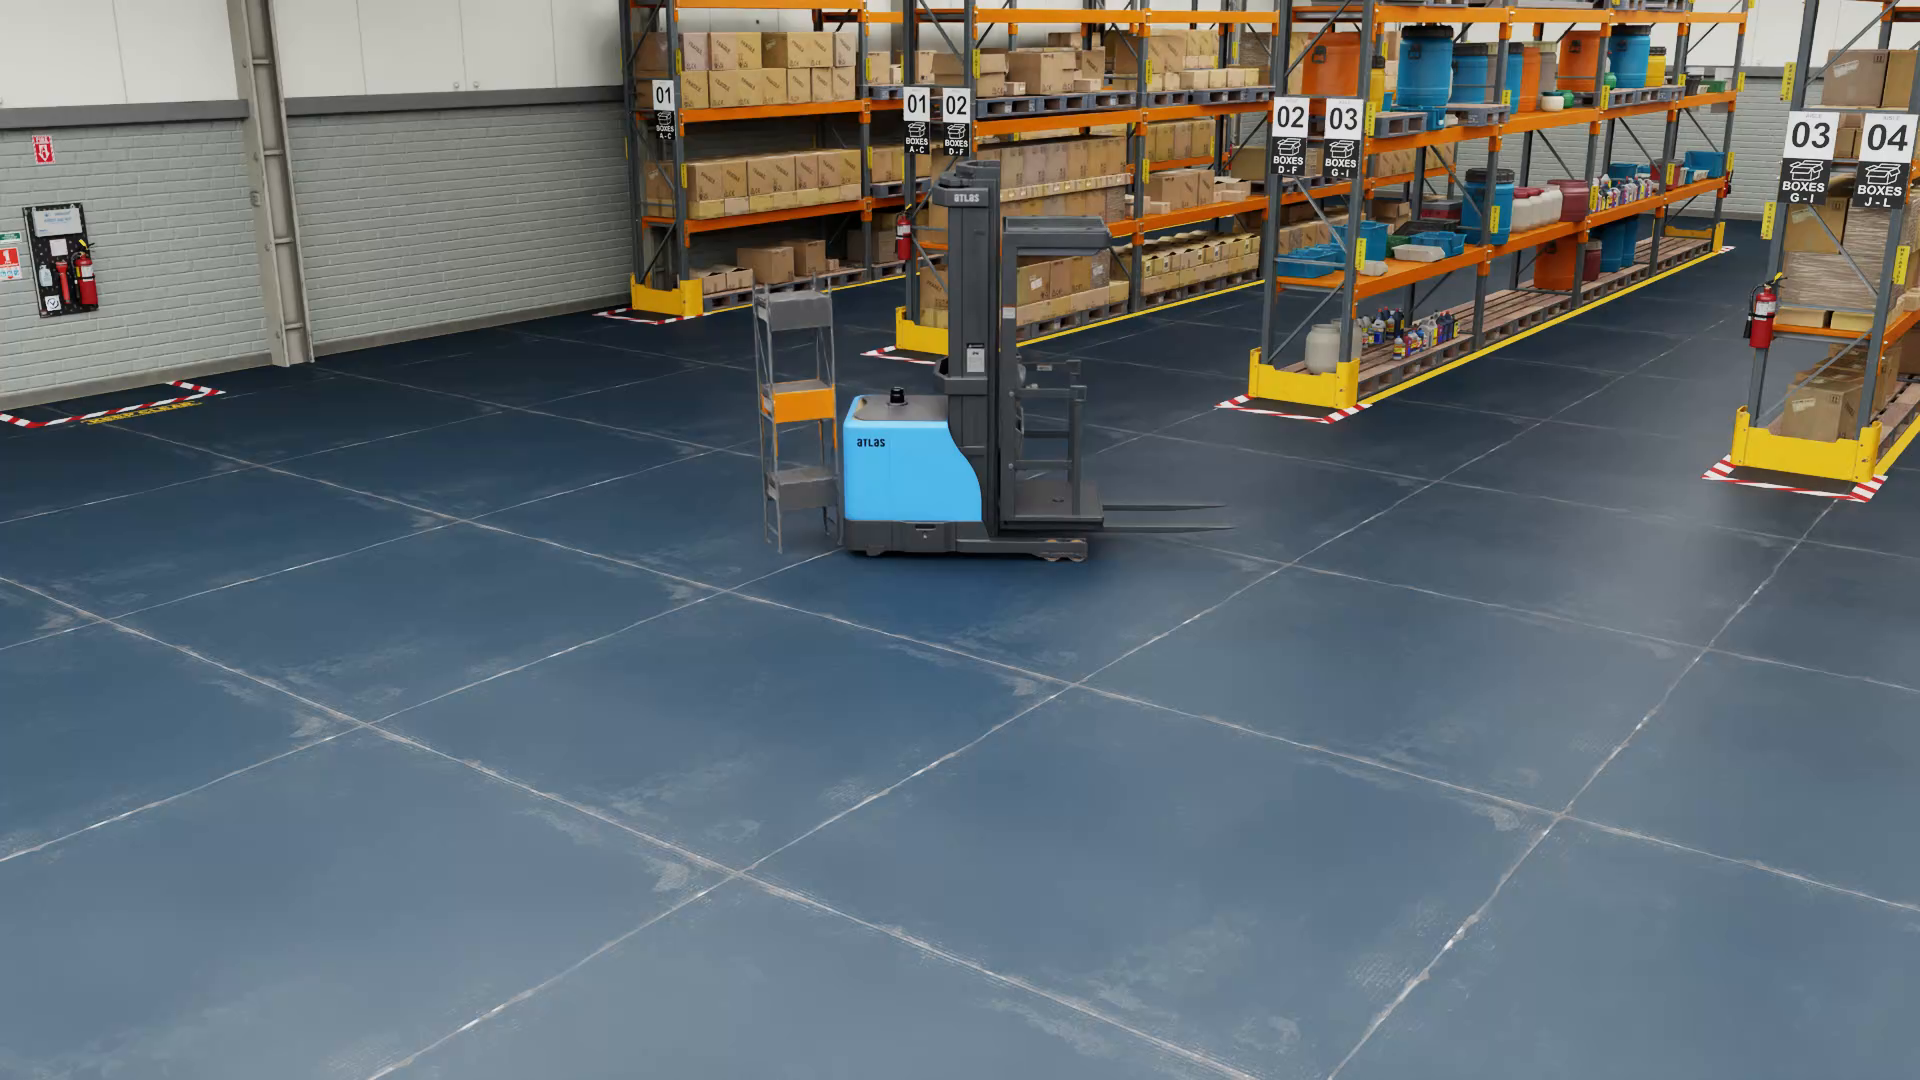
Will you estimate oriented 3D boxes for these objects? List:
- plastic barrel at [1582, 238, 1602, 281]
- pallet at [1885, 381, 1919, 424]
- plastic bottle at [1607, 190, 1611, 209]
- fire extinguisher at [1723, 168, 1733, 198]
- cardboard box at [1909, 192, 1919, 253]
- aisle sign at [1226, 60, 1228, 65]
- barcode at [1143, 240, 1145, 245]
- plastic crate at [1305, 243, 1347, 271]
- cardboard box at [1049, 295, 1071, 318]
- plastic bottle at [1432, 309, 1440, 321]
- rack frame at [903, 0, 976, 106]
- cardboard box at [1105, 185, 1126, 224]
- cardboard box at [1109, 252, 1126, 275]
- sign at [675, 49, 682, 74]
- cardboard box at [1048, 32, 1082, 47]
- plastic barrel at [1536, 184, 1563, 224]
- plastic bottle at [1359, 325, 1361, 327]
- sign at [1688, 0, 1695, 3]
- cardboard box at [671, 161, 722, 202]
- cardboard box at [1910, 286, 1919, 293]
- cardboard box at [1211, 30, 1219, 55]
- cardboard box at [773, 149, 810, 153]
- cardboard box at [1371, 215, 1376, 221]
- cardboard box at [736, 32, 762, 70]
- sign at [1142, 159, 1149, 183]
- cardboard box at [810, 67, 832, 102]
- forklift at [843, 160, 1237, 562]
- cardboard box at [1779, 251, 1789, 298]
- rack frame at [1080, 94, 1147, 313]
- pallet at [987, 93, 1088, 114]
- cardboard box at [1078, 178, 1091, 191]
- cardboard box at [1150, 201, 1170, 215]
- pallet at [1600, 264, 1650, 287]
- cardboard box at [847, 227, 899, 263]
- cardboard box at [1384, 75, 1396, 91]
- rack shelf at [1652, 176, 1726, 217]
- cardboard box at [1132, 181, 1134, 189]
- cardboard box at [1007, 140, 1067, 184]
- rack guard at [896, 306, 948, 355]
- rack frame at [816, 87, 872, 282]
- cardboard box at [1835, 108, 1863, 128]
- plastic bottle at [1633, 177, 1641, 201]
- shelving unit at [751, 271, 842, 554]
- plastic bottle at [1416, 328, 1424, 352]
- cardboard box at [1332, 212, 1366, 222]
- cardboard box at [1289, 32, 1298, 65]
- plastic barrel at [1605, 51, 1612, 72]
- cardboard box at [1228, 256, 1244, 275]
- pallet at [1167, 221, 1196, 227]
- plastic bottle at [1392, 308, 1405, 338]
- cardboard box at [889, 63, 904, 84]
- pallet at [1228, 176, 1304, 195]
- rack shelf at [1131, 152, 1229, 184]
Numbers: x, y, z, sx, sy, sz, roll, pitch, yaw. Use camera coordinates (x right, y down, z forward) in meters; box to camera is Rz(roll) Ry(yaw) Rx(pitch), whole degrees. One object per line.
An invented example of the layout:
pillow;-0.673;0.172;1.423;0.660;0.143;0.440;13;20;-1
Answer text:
plastic barrel;9.443;-4.281;25.329;0.600;0.588;0.708;12;21;35
pallet;9.715;-1.518;17.775;1.003;0.211;1.213;12;21;35
plastic bottle;9.594;-5.048;24.657;0.097;0.271;0.097;0;17;0
fire extinguisher;13.714;-6.489;29.842;0.296;0.674;0.183;12;21;35
cardboard box;8.554;-2.931;15.268;0.500;0.500;0.500;12;21;35
aisle sign;5.587;-9.705;35.055;0.394;0.787;0.004;12;21;35
barcode;2.620;-4.229;23.658;0.001;0.075;0.075;12;21;35
plastic crate;4.175;-3.193;18.718;0.499;0.251;0.408;12;21;35
cardboard box;1.143;-3.147;22.248;0.500;0.250;0.500;12;21;35
plastic bottle;5.841;-2.657;20.466;0.144;0.351;0.185;12;21;35
rack frame;-0.250;-6.679;19.579;1.000;3.000;0.127;12;21;35
cardboard box;1.874;-4.708;23.177;0.700;0.500;0.500;12;21;33
cardboard box;2.144;-4.069;24.272;0.500;0.311;0.500;12;21;35
sign;-3.795;-6.443;22.401;0.100;0.325;0.005;12;21;35
cardboard box;1.973;-9.275;30.820;0.500;0.250;0.500;12;21;33
plastic barrel;8.051;-4.614;22.856;0.421;0.512;0.421;0;17;0
plastic bottle;4.726;-2.402;19.760;0.061;0.283;0.133;12;21;35
sign;11.317;-8.464;25.677;0.100;0.325;0.005;12;21;35
cardboard box;-3.705;-5.045;23.387;0.500;0.500;0.500;12;21;35
cardboard box;9.289;-2.438;16.459;0.380;0.149;0.250;12;21;35
cardboard box;5.086;-10.244;34.228;0.500;0.500;0.500;12;21;35
cardboard box;-2.606;-5.740;25.624;0.500;0.500;0.500;12;21;34
cardboard box;7.459;-5.963;31.179;0.500;0.311;0.500;12;21;35
cardboard box;-3.170;-6.939;23.586;0.500;0.500;0.500;13;22;36
sign;2.580;-5.120;23.081;0.100;0.325;0.005;12;21;35
cardboard box;-2.261;-6.849;24.981;0.500;0.500;0.500;10;20;30
forklift;0.629;-1.395;12.793;3.031;2.935;1.130;0;17;1
cardboard box;8.255;-2.519;15.628;0.875;0.500;0.500;12;21;35
rack frame;2.133;-4.767;23.536;1.000;3.000;0.127;12;21;35
pallet;0.919;-5.660;21.504;1.003;0.211;1.213;12;21;35
cardboard box;1.536;-4.780;22.315;0.380;0.149;0.250;12;21;34
cardboard box;2.826;-4.822;24.137;0.380;0.149;0.250;12;21;35
pallet;10.383;-4.288;26.696;1.003;0.211;1.213;12;21;35
cardboard box;-1.422;-4.836;27.232;0.700;0.500;0.500;13;22;37
cardboard box;7.389;-8.105;29.482;0.500;0.250;0.500;12;21;35
rack shelf;12.068;-5.929;28.491;1.077;0.370;4.000;12;21;35
cardboard box;3.670;-7.213;33.825;0.380;0.149;0.250;12;21;33
cardboard box;0.977;-4.969;21.830;0.700;0.500;0.500;12;21;35
rack guard;-0.264;-2.615;20.821;1.175;0.500;0.348;12;21;35
rack frame;-1.847;-5.641;26.352;1.000;3.000;0.127;12;21;35
cardboard box;7.868;-3.777;14.870;0.380;0.149;0.250;12;21;33
plastic bottle;10.481;-5.452;25.825;0.144;0.351;0.185;12;21;35
shelving unit;-1.254;-0.977;12.828;0.503;2.100;0.431;-8;18;-21
plastic bottle;5.441;-2.376;19.695;0.097;0.271;0.097;0;17;0
cardboard box;6.836;-5.520;29.436;0.500;0.500;0.500;12;21;34
cardboard box;5.086;-7.902;26.718;0.500;0.500;0.500;12;21;35
plastic barrel;9.428;-6.990;24.701;0.433;0.535;0.433;0;17;0
cardboard box;4.095;-4.315;26.010;0.500;0.250;0.500;12;21;34
pallet;4.162;-6.674;34.380;1.003;0.211;1.213;12;21;35
plastic bottle;5.411;-2.691;20.577;0.144;0.351;0.185;12;21;35
cardboard box;-1.090;-7.495;26.704;0.500;0.311;0.500;13;22;36
pallet;4.864;-5.802;27.192;1.213;0.211;1.003;12;21;35
rack shelf;4.111;-7.680;34.129;1.077;0.370;4.000;12;21;35
